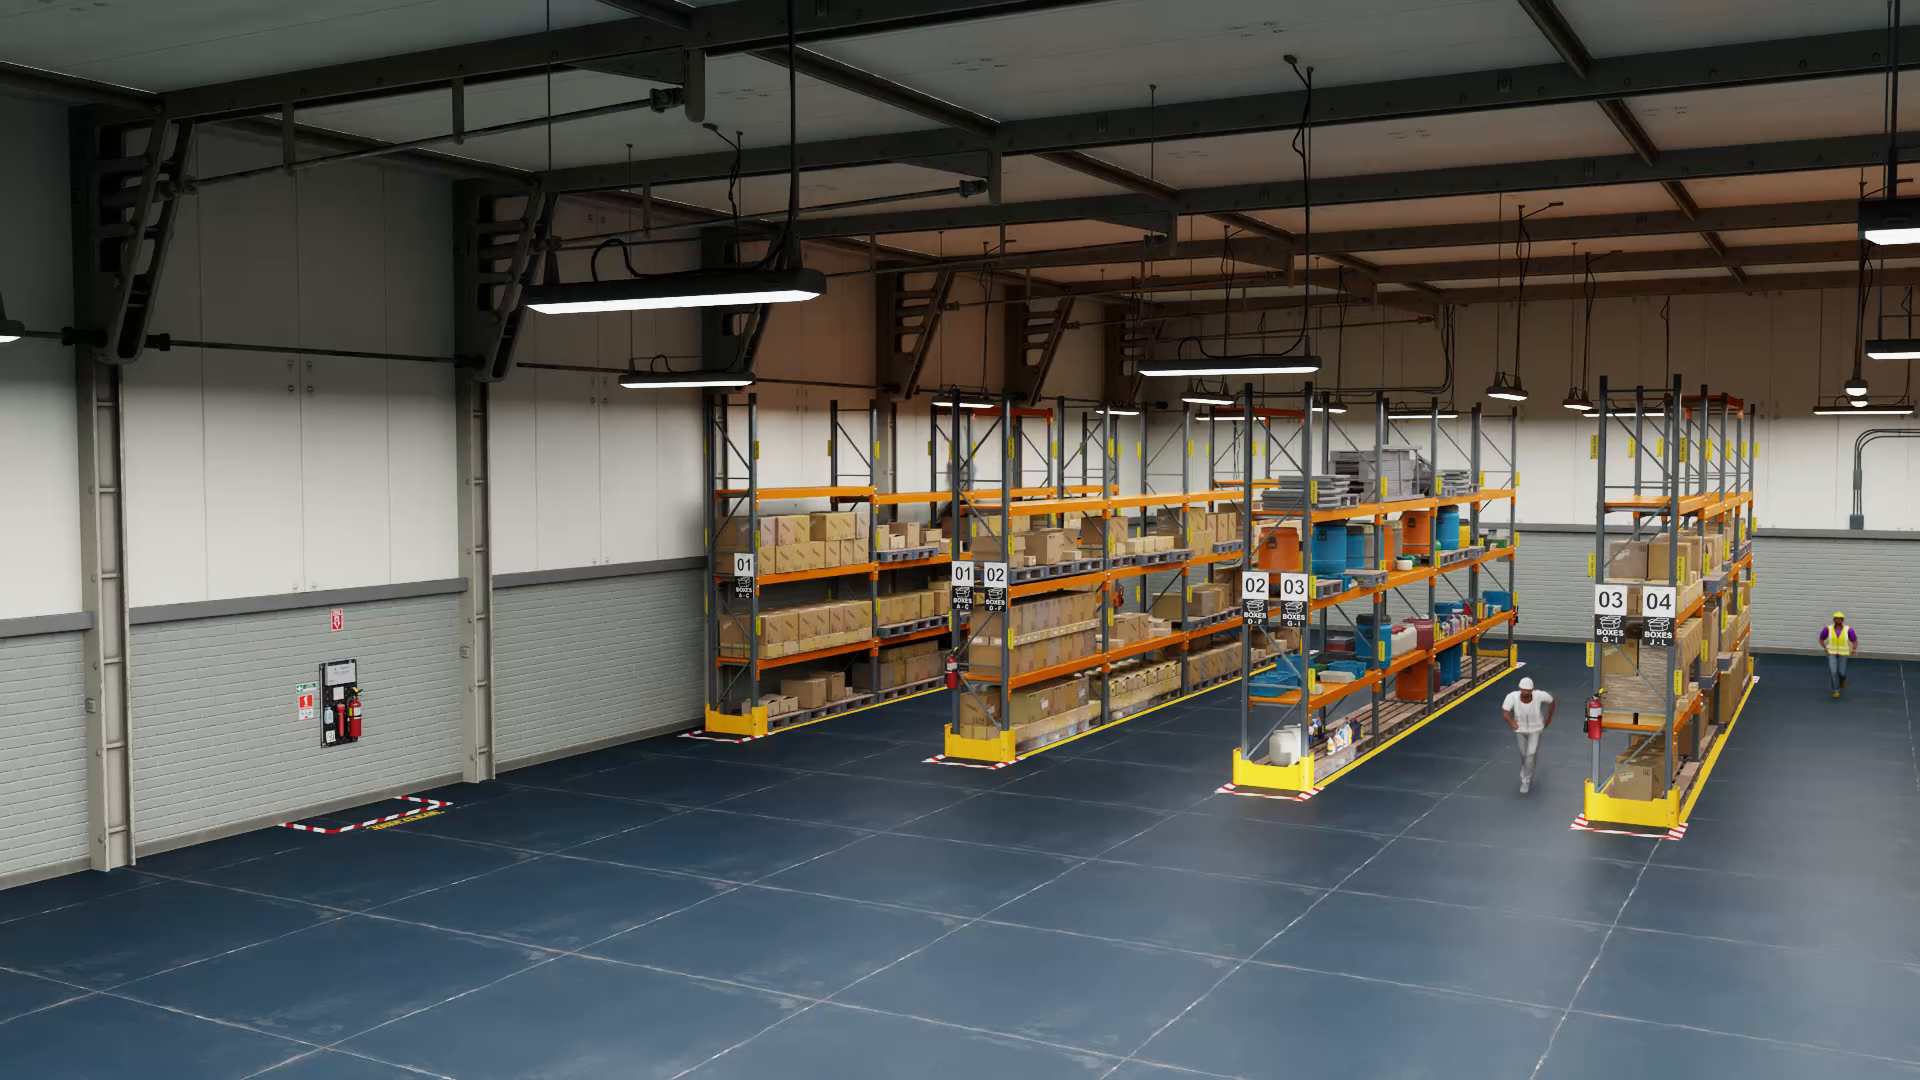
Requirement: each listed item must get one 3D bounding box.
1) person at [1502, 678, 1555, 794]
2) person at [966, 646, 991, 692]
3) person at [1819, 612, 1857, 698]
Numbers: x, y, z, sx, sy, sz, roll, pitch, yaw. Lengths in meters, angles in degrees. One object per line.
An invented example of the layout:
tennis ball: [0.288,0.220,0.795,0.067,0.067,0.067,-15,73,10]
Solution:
person: [8.409,2.850,24.629,0.744,1.715,1.057,1,3,20]
person: [0.336,2.508,30.572,0.648,1.696,0.735,1,3,20]
person: [17.840,2.323,33.804,0.702,1.726,0.598,2,4,28]
